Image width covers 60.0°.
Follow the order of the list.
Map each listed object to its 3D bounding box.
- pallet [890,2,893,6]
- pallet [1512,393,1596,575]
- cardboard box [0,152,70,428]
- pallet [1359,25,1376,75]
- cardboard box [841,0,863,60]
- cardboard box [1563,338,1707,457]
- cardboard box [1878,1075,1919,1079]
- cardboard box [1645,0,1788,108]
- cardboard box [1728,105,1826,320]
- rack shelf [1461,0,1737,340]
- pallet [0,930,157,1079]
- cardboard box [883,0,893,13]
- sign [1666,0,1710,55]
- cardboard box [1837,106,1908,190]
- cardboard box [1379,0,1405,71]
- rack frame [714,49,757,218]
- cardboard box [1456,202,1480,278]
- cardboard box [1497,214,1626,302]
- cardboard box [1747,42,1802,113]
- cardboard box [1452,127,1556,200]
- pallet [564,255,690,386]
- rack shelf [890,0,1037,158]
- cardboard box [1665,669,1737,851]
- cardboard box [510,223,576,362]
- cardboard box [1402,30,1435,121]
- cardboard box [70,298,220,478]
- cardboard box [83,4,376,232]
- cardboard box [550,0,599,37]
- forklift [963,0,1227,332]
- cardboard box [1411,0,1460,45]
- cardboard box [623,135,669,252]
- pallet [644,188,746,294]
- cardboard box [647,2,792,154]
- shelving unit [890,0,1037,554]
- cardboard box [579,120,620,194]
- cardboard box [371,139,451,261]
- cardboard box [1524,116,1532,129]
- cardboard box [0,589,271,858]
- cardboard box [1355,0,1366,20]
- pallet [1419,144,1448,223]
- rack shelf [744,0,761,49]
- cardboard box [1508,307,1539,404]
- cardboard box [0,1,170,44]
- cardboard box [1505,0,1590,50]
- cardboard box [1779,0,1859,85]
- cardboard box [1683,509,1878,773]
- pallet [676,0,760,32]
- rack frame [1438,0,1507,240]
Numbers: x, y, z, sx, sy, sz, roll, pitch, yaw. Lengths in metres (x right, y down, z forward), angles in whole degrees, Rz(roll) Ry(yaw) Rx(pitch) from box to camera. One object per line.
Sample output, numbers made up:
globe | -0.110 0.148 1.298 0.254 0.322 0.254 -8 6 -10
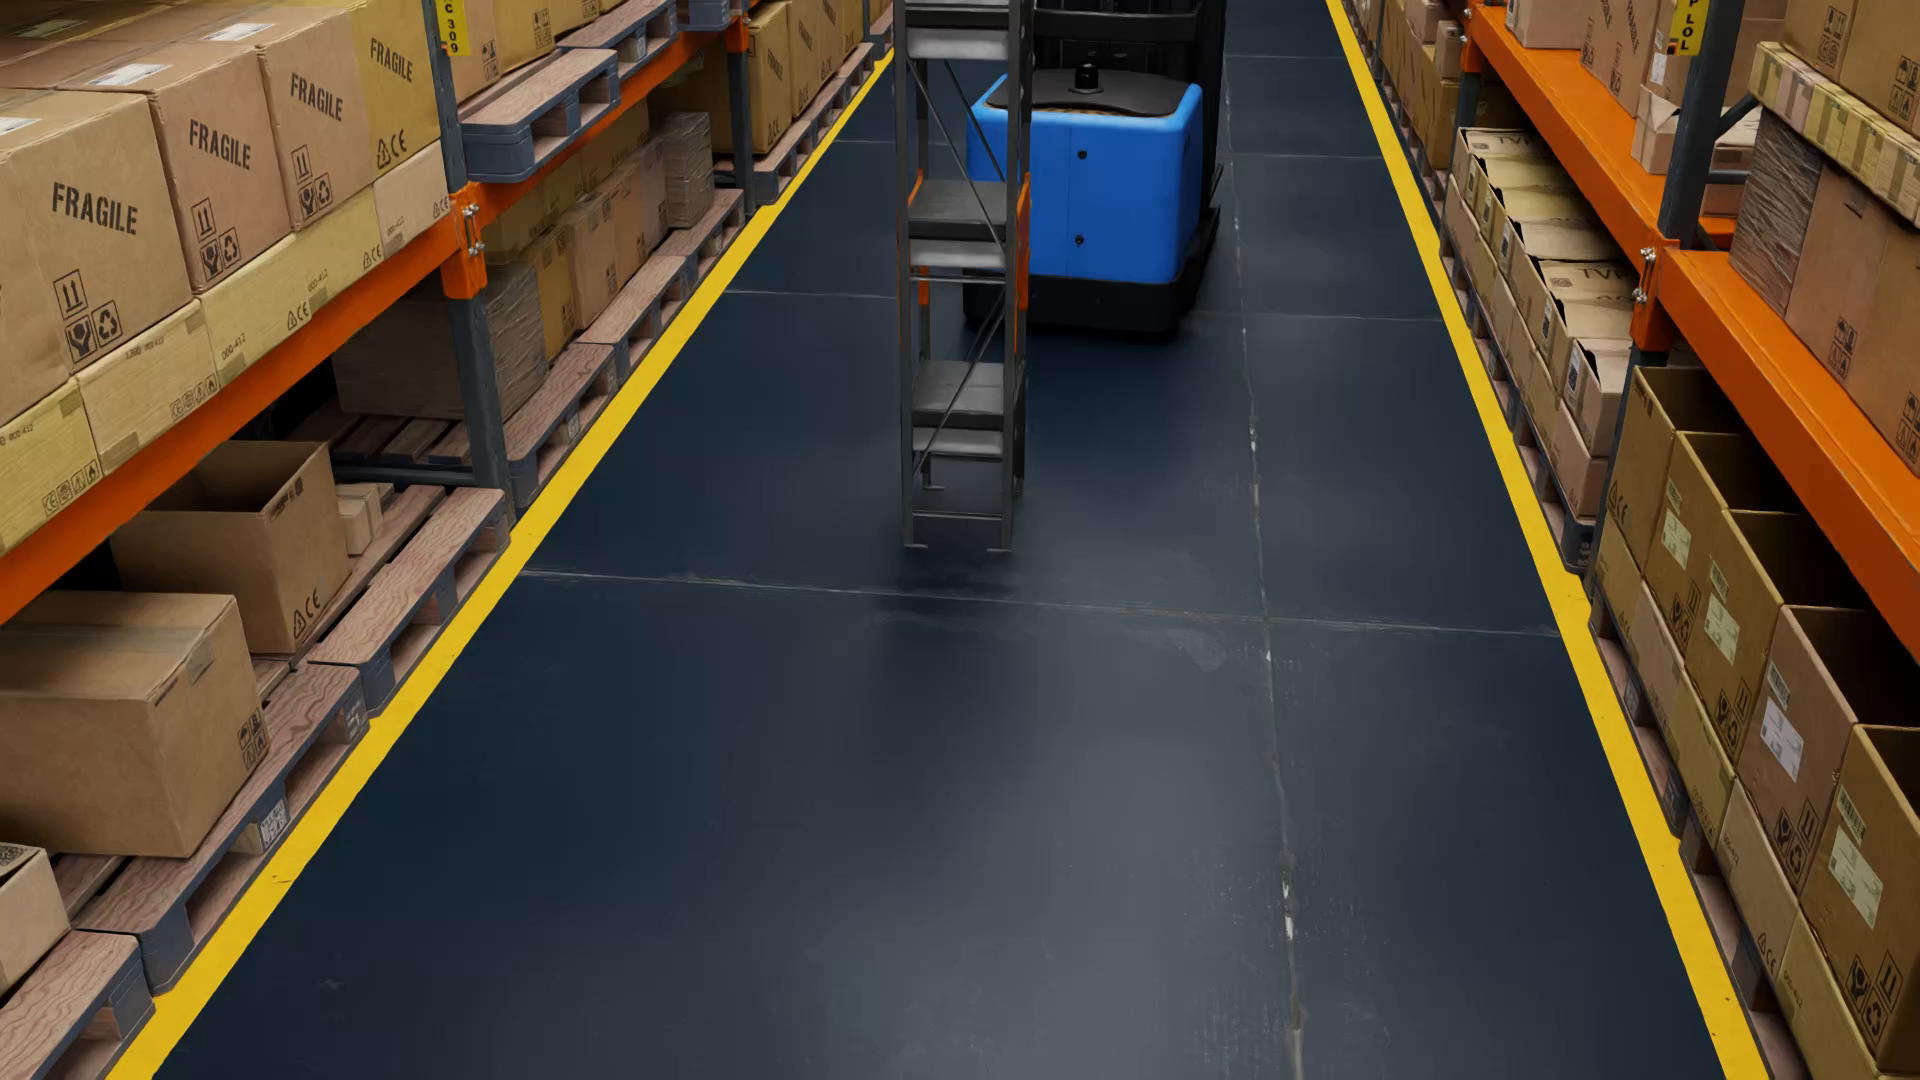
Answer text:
pallet | -0.903 -4.854 15.037 1.003 0.211 1.213 3 28 6
pallet | 2.767 -0.222 6.439 1.003 0.211 1.213 3 28 6
cardboard box | -2.194 -0.459 3.285 0.500 0.500 0.500 2 28 5
pallet | 3.781 -3.962 13.381 1.003 0.211 1.213 3 28 6
cardboard box | -1.171 -4.077 12.479 0.750 0.750 0.750 4 29 7
cardboard box | 2.481 -0.529 5.934 0.500 0.311 0.500 3 28 6
cardboard box | 2.047 1.302 3.126 0.500 0.250 0.500 3 28 6
cardboard box | 2.891 -1.753 6.236 0.500 0.500 0.500 5 29 10
cardboard box | 2.668 -0.935 4.718 0.700 0.500 0.500 3 28 5
rack shelf | 2.961 -1.725 7.048 1.077 0.370 4.000 3 28 6
pallet | -2.547 1.308 3.600 1.003 0.211 1.213 3 28 6
cardboard box | -0.963 -4.819 14.225 0.700 0.500 0.500 3 28 6
sign | 2.176 -1.602 4.924 0.100 0.325 0.005 3 28 6
cardboard box | 2.399 -0.951 4.064 0.380 0.149 0.250 3 28 6
cardboard box | 3.395 -3.746 12.212 0.500 0.500 0.500 2 28 4
rack frame | -1.711 -3.269 9.156 1.000 3.000 0.127 3 28 6
cardboard box | 2.789 -1.491 8.312 0.500 0.250 0.500 3 28 5
cardboard box | 2.667 -1.245 7.264 0.500 0.311 0.500 3 28 6
cardboard box | 2.491 -1.315 4.738 0.380 0.149 0.250 3 28 6
cardboard box | 2.850 -1.975 8.618 0.500 0.311 0.500 4 29 8
pallet | -1.960 -1.101 8.072 1.003 0.211 1.213 3 28 6
rack shelf | 0.020 -1.607 5.571 0.431 0.518 0.480 3 28 6
cardboard box | 2.225 0.596 4.437 0.500 0.250 0.500 3 28 6
cardboard box | -2.114 -1.073 7.251 0.700 0.500 0.500 3 28 5
cardboard box | 3.209 -3.021 10.867 0.500 0.500 0.500 2 28 4
cardboard box | -2.134 -0.380 3.930 0.500 0.250 0.500 4 29 7
cardboard box | -2.008 -1.184 4.631 0.500 0.500 0.500 3 28 6
cardboard box | -1.980 -2.436 7.040 0.700 0.500 0.500 7 29 13
forklift | 0.863 -2.963 8.660 1.130 2.935 3.031 7 29 12
cardboard box | 3.211 -3.369 10.722 0.500 0.250 0.500 3 28 5
cardboard box | -1.926 -1.785 8.572 0.700 0.500 0.500 3 28 6
pallet | -1.808 -1.674 9.135 1.003 0.211 1.213 3 28 6
cardboard box | -1.491 -2.846 10.194 0.750 0.750 0.750 3 28 6
shelving unit | 0.020 -1.002 5.897 0.431 2.100 0.503 3 28 6
cardboard box | -1.938 -1.844 7.891 0.500 0.250 0.500 3 28 6
cardboard box | -1.958 -1.089 5.245 0.500 0.250 0.500 3 29 6
cardboard box | 3.604 -2.521 9.938 0.500 0.500 0.500 2 28 4
cardboard box | -2.308 0.472 4.383 0.700 0.500 0.500 2 28 3
cardboard box | 3.576 -4.514 13.837 0.500 0.311 0.500 3 28 6
pallet | 3.335 -2.105 9.934 1.003 0.211 1.213 3 28 6
rack shelf | -1.466 -3.894 11.074 1.077 0.370 4.000 3 28 6
cardboard box | 2.605 -0.766 6.965 0.500 0.250 0.500 4 29 7
cardboard box | -2.533 -1.207 4.674 0.500 0.500 0.500 3 28 6
cardboard box | 2.904 -2.534 7.885 0.500 0.311 0.500 3 28 6
cardboard box | 2.668 -1.506 4.410 0.700 0.500 0.500 3 29 6
cardboard box | 2.226 0.266 4.259 0.500 0.500 0.500 3 28 6
pallet | -1.693 -2.843 8.567 1.213 0.211 1.003 3 28 6
rack frame | 3.206 -2.983 8.625 1.000 3.000 0.127 3 28 6
